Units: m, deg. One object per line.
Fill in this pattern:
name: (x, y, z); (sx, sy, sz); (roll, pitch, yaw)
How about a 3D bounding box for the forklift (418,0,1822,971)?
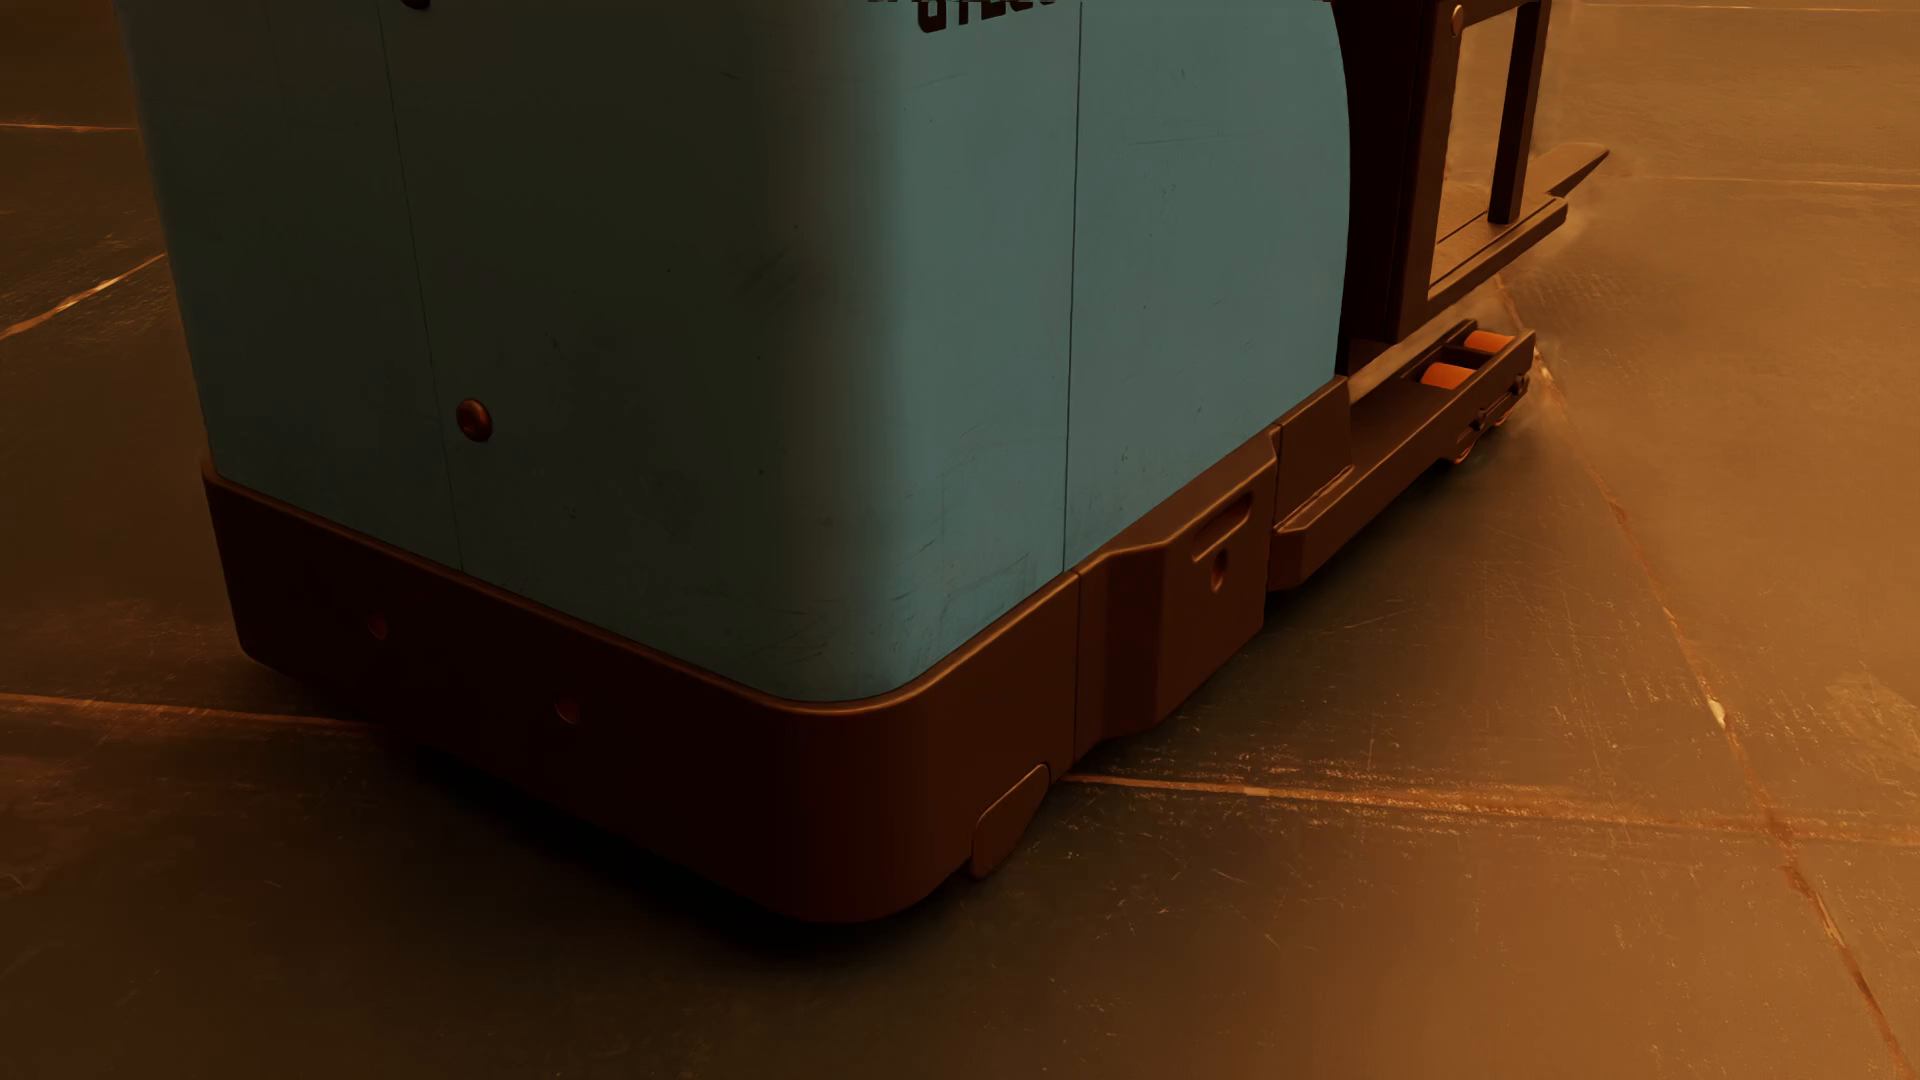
forklift: (-0.270, -1.540, 2.304); (1.130, 2.935, 3.031); (-13, 29, -24)
